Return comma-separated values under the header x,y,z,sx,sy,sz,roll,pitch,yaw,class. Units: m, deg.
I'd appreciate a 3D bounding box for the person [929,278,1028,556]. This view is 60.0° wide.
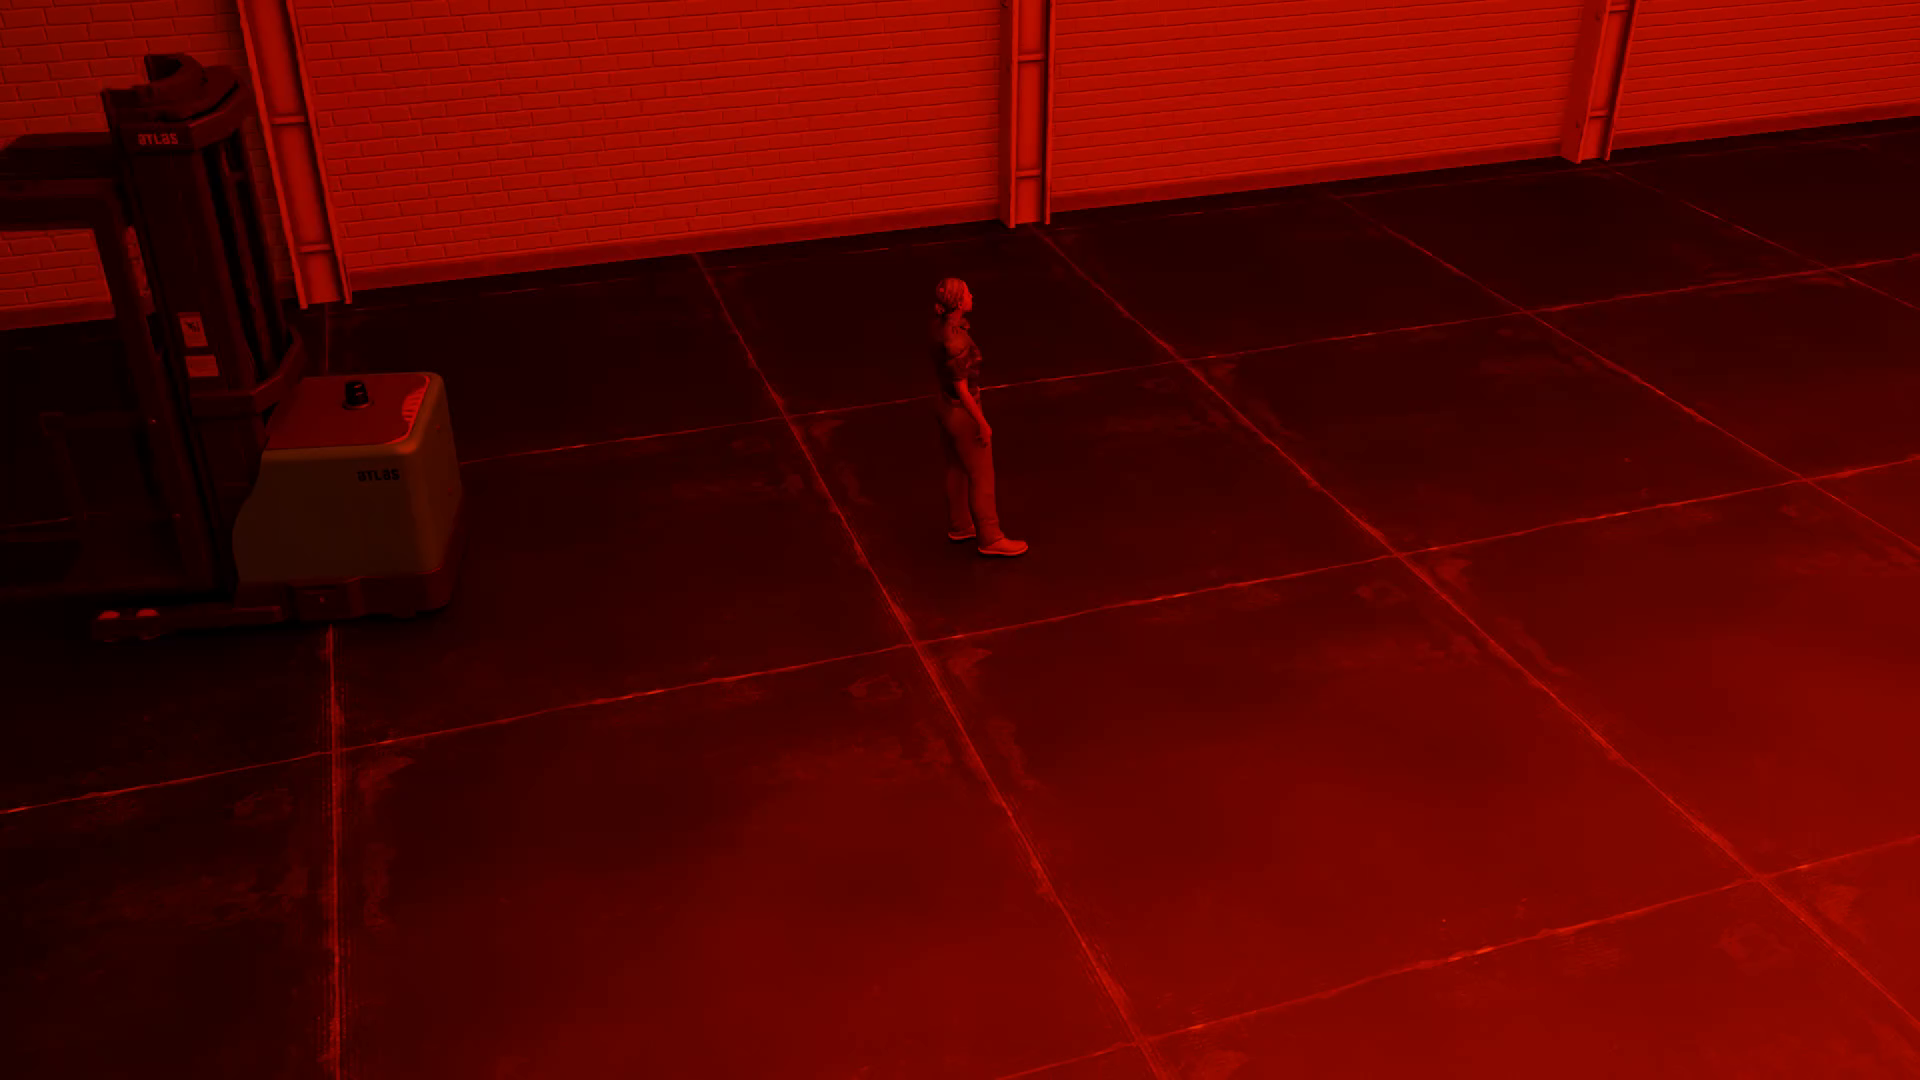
x,y,z,sx,sy,sz,roll,pitch,yaw,class
0.089,-0.728,9.617,0.504,1.654,0.569,-10,31,-16,person

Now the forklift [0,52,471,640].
x,y,z,sx,sy,sz,roll,pitch,yaw,class
-4.405,-0.993,8.813,3.031,2.935,1.130,-3,30,-6,forklift
